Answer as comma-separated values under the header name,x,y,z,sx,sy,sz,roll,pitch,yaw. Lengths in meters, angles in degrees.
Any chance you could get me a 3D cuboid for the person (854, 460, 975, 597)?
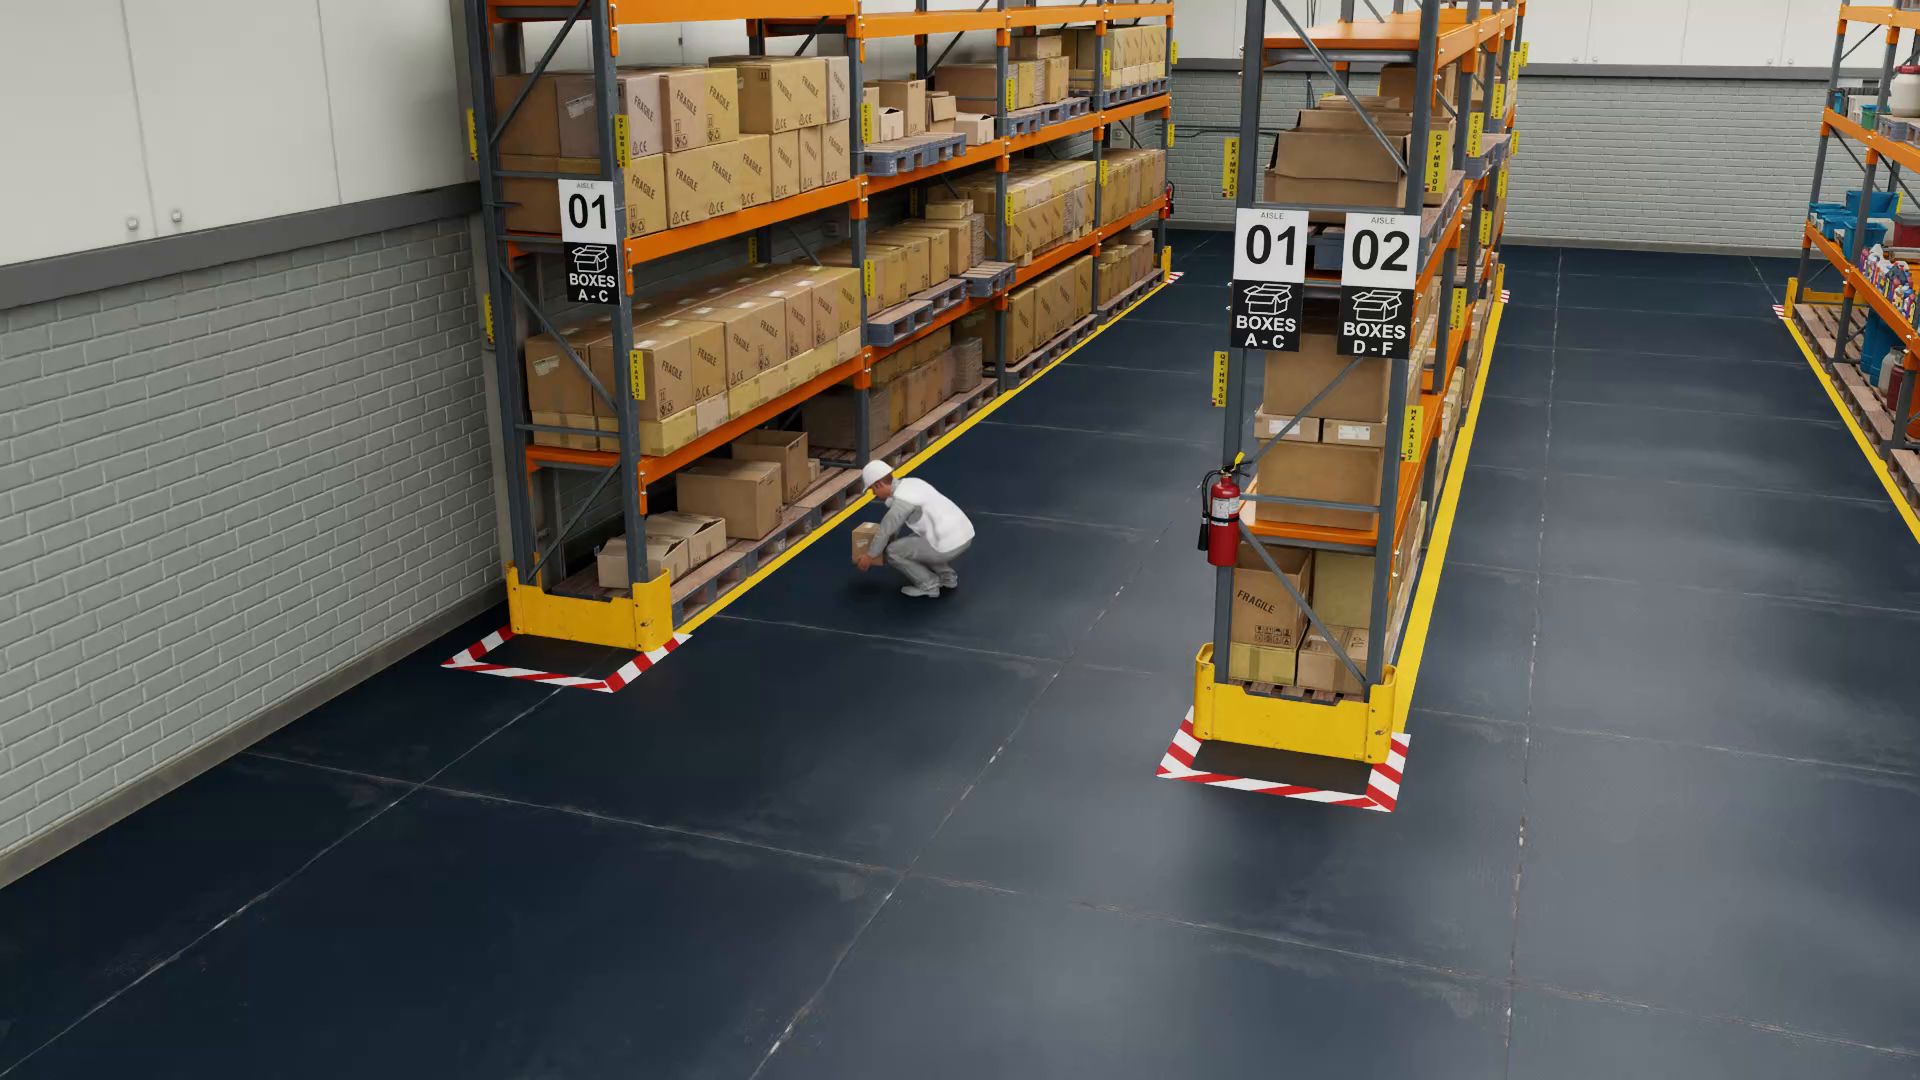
name,x,y,z,sx,sy,sz,roll,pitch,yaw
person,-0.345,-0.099,12.538,0.878,1.011,0.526,6,19,18
